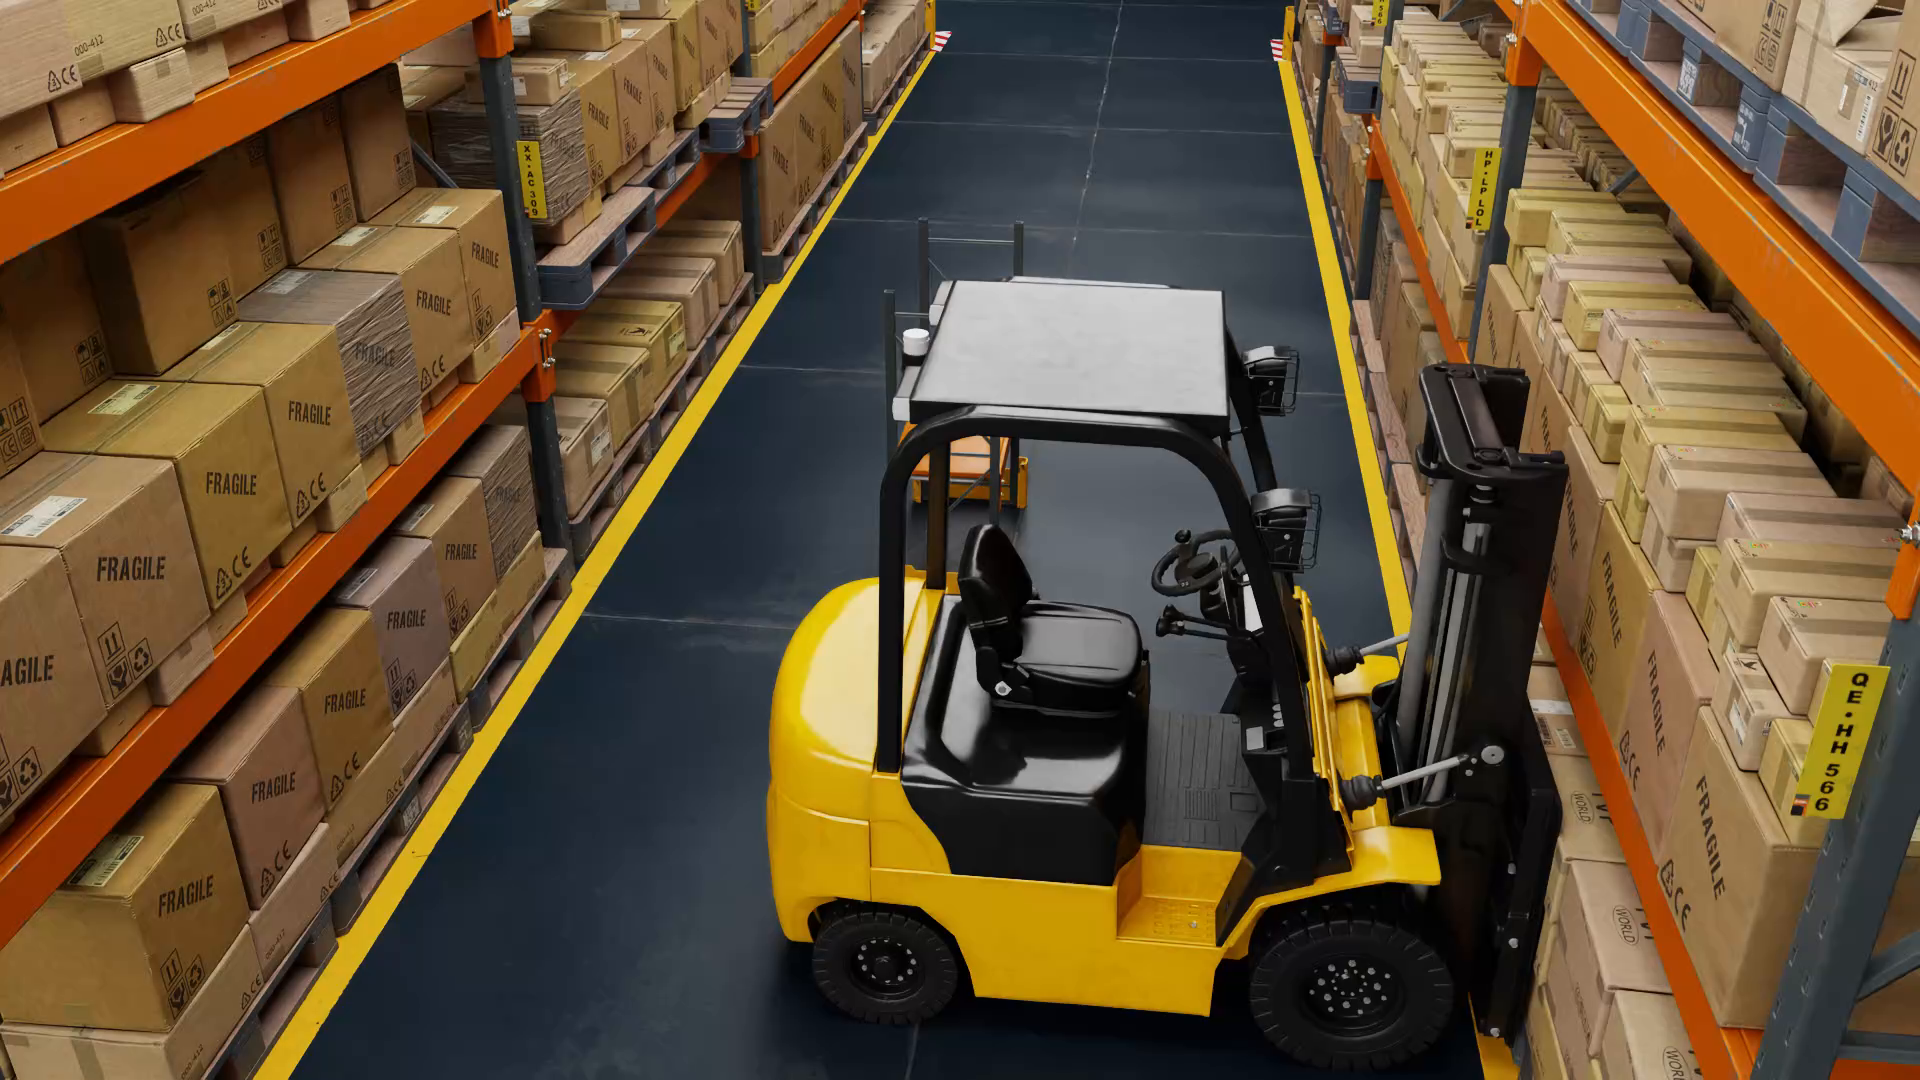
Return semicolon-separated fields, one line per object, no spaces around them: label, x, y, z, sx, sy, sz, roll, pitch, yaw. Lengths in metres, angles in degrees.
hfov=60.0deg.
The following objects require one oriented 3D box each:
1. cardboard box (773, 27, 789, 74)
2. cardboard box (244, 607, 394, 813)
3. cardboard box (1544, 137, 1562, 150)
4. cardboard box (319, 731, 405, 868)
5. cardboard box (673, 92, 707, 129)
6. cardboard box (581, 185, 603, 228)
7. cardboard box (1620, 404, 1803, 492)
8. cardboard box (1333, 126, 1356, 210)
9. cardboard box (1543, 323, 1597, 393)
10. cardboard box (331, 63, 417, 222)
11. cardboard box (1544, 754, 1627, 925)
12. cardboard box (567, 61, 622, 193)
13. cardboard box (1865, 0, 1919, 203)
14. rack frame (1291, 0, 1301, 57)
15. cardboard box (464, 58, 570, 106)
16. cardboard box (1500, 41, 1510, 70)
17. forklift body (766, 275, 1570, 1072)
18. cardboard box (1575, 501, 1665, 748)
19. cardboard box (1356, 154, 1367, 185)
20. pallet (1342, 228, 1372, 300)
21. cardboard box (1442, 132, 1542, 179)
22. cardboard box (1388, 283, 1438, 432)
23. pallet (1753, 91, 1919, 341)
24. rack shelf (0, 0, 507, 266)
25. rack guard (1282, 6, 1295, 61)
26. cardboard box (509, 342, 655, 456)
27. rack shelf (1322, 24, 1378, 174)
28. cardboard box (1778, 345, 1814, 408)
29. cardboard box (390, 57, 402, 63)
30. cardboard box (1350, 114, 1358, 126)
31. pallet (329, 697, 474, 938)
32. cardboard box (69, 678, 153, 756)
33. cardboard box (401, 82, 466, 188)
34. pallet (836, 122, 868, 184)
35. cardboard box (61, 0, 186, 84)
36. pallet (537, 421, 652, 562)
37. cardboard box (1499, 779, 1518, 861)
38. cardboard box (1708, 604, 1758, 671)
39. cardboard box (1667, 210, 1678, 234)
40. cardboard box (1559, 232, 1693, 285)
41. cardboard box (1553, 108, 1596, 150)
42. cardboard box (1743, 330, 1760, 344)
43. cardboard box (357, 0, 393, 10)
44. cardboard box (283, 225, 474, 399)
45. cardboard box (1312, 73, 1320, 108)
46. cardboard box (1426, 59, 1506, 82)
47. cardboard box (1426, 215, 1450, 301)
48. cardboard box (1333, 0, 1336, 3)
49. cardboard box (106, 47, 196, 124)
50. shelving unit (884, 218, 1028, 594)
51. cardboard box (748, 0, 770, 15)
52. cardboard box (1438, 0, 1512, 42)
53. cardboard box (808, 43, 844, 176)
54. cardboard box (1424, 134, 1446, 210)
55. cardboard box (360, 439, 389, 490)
cardboard box;-1.494;-3.432;11.617;0.500;0.250;0.500;3;28;5
cardboard box;-2.324;0.564;5.705;0.500;0.500;0.500;4;29;7
cardboard box;3.050;-1.725;7.921;0.500;0.250;0.500;3;28;5
cardboard box;-2.332;0.890;5.891;0.500;0.250;0.500;5;29;10
cardboard box;-1.662;-2.446;9.450;0.380;0.149;0.250;4;29;7
cardboard box;-1.918;-1.590;7.861;0.380;0.149;0.250;4;29;7
cardboard box;1.989;-0.236;4.422;0.380;0.149;0.250;4;29;7
cardboard box;3.095;-2.776;12.433;0.500;0.500;0.500;2;28;4
cardboard box;2.116;-0.584;5.382;0.380;0.149;0.250;3;28;6
cardboard box;-2.608;-1.578;6.543;0.700;0.500;0.500;3;28;6
cardboard box;1.953;0.884;4.848;0.500;0.250;0.500;4;29;7
cardboard box;-1.936;-1.957;7.858;0.500;0.500;0.500;3;29;6
cardboard box;1.910;-0.804;2.763;0.500;0.500;0.500;4;29;8
rack frame;4.058;-6.519;17.188;1.000;3.000;0.127;3;28;6
cardboard box;-1.930;-2.003;7.260;0.380;0.149;0.250;3;28;6
cardboard box;3.225;-2.670;9.254;0.380;0.149;0.250;3;28;6
forklift body;0.519;0.388;5.263;2.313;2.155;1.214;3;28;6
cardboard box;2.032;0.237;4.543;0.500;0.500;0.500;3;28;5
cardboard box;2.890;-2.501;11.238;0.380;0.149;0.250;2;28;4
pallet;3.207;-1.875;11.508;1.003;0.211;1.213;3;28;6
cardboard box;2.406;-1.740;7.528;0.380;0.149;0.250;2;28;5
cardboard box;2.833;-0.975;8.958;0.875;0.625;0.625;2;28;4
pallet;2.210;-0.600;3.133;1.003;0.211;1.213;3;28;6
rack shelf;-2.584;-1.220;4.947;1.077;0.370;4.000;3;28;6
rack guard;4.049;-5.383;17.714;1.175;0.500;0.348;3;28;6
cardboard box;-2.193;-0.771;8.846;0.950;0.372;0.625;5;29;9
rack shelf;3.323;-3.378;12.116;1.077;0.370;4.000;3;28;6
cardboard box;2.597;-0.445;4.810;0.380;0.149;0.250;4;29;8
cardboard box;-5.802;-4.859;16.669;0.380;0.149;0.250;3;28;5
cardboard box;3.162;-3.234;12.600;0.380;0.149;0.250;4;29;8
pallet;-2.533;0.965;6.237;1.003;0.211;1.213;3;28;6
cardboard box;-2.452;0.449;4.519;0.380;0.149;0.250;2;28;5
cardboard box;-2.510;-1.748;7.470;0.500;0.500;0.500;3;28;5
pallet;-1.379;-3.328;14.204;1.003;0.211;1.213;3;28;6
cardboard box;-2.393;-1.362;4.298;0.500;0.250;0.500;4;29;8
pallet;-2.245;-0.296;8.577;1.003;0.211;1.213;3;28;6
cardboard box;2.026;0.856;5.428;0.500;0.250;0.500;3;28;6
cardboard box;1.956;0.263;3.810;0.380;0.149;0.250;4;29;7
cardboard box;2.848;-1.163;6.143;0.380;0.149;0.250;3;29;6
cardboard box;2.289;-0.949;5.746;0.380;0.149;0.250;3;28;5
cardboard box;3.052;-1.950;7.918;0.380;0.149;0.250;3;28;6
cardboard box;2.650;-0.554;5.326;0.380;0.149;0.250;4;29;8
cardboard box;-2.201;-1.965;5.837;0.380;0.149;0.250;4;29;7
cardboard box;-2.203;-0.866;6.275;0.500;0.500;0.500;4;29;8
cardboard box;3.388;-4.065;15.072;0.396;0.266;0.258;4;29;8
cardboard box;2.688;-2.458;8.860;0.380;0.149;0.250;4;29;7
cardboard box;2.446;-1.294;7.647;0.500;0.250;0.500;3;28;6
cardboard box;3.223;-4.407;12.719;0.700;0.500;0.500;4;29;7
cardboard box;-2.312;-1.230;4.473;0.380;0.149;0.250;4;29;7
shelving unit;-0.009;-0.624;7.828;0.587;1.500;1.083;3;28;6
cardboard box;-1.546;-3.742;10.874;0.500;0.500;0.500;2;28;5
cardboard box;3.296;-3.215;10.507;0.500;0.500;0.500;5;29;9
cardboard box;-1.458;-3.450;13.289;0.875;0.875;0.875;4;29;8
cardboard box;2.518;-1.753;7.973;0.500;0.250;0.500;4;29;7
cardboard box;-2.258;-0.280;5.873;0.380;0.149;0.250;3;28;5
